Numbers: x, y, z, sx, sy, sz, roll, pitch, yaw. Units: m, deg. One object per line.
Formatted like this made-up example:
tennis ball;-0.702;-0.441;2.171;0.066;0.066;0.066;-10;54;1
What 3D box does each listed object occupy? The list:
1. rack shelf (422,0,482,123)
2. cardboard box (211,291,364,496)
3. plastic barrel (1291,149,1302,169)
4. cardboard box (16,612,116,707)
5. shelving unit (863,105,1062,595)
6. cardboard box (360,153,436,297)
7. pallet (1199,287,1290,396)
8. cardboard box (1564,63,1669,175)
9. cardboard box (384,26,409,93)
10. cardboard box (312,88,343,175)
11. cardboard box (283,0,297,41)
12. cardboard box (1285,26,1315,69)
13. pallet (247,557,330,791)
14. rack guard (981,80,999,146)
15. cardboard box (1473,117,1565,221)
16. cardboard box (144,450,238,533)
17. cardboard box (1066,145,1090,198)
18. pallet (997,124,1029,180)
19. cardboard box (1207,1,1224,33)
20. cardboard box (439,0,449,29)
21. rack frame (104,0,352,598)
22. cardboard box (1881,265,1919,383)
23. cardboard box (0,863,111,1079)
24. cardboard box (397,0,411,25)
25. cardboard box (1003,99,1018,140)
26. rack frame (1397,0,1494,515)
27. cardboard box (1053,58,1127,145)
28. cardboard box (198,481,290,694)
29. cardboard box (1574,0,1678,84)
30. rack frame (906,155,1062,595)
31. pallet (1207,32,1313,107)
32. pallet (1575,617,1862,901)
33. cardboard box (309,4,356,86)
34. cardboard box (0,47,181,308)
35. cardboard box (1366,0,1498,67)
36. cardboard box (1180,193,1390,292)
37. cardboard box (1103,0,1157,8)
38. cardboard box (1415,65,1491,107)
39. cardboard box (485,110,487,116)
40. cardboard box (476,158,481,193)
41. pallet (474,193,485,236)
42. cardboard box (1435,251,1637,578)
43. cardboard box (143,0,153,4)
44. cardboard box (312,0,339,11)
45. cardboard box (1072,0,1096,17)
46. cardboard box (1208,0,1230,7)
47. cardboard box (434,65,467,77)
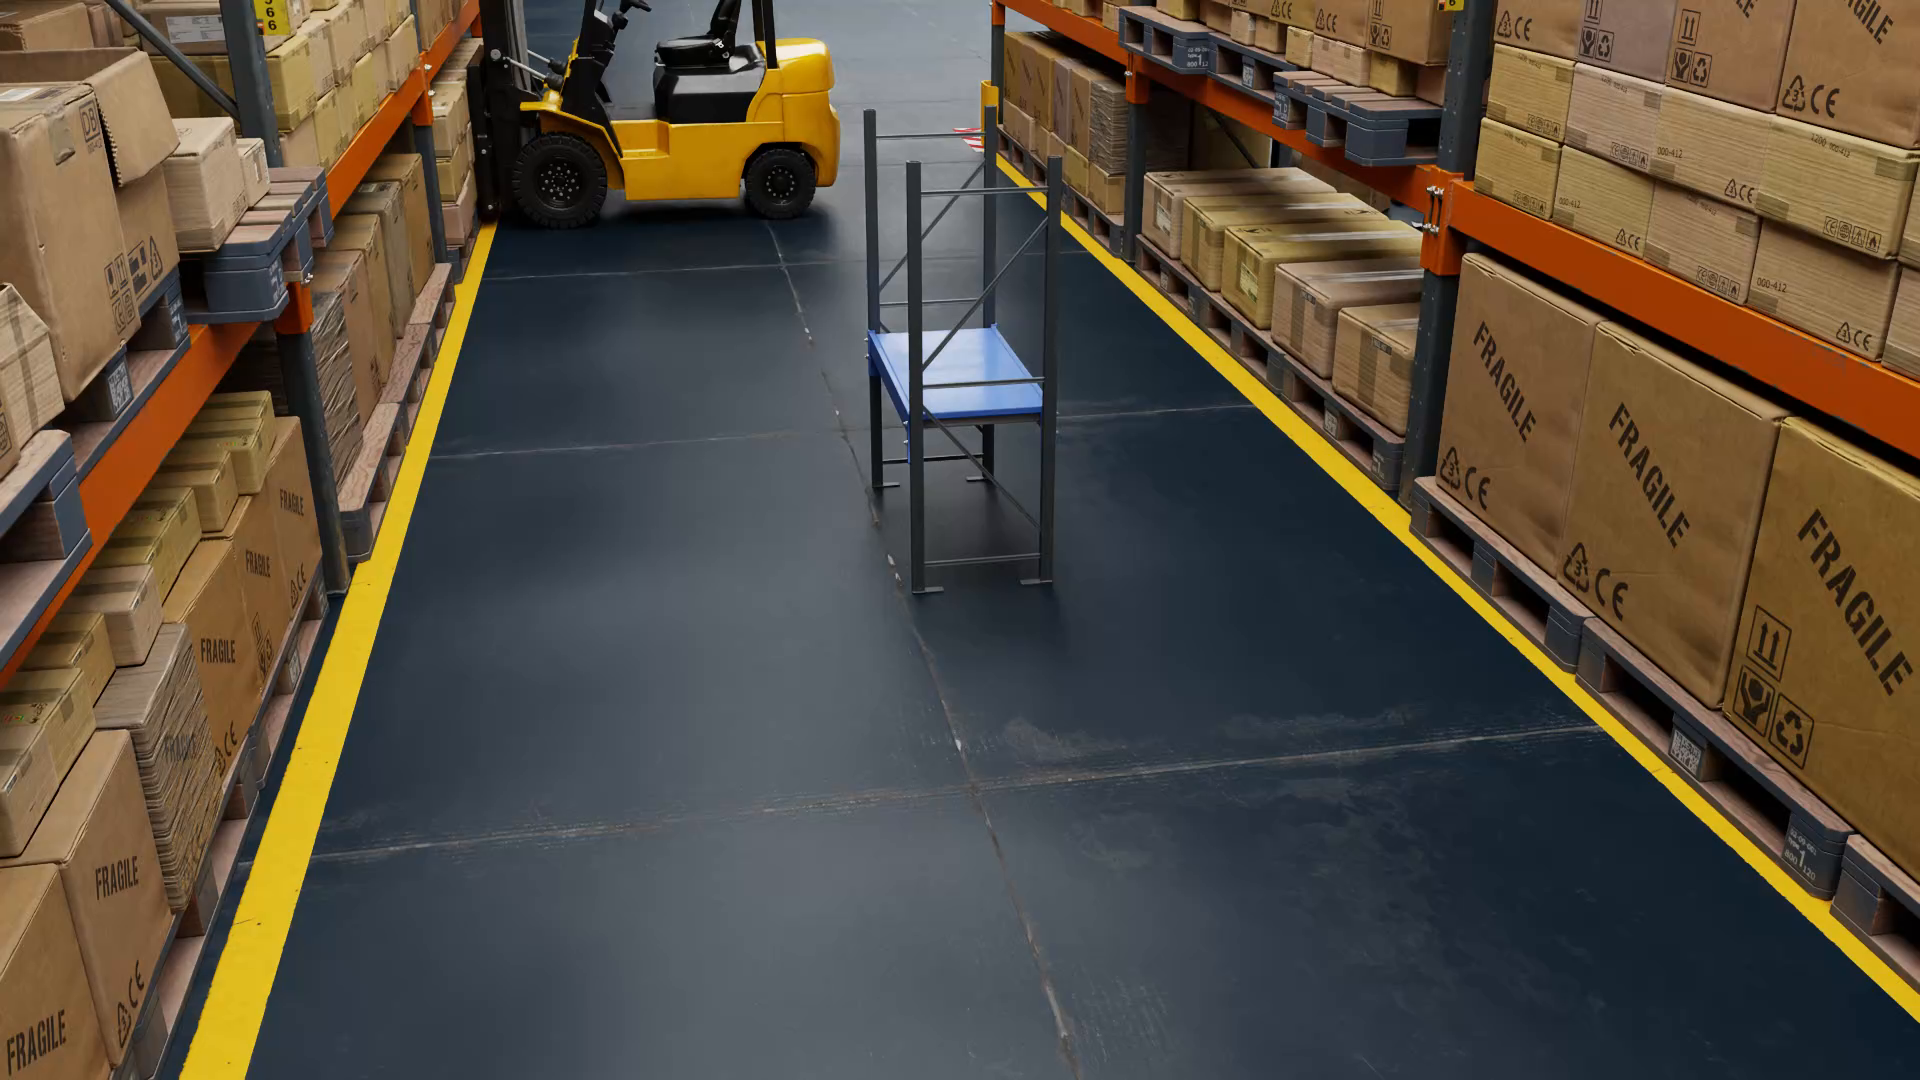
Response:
rack shelf;-3.753;-3.195;10.718;1.077;0.370;4.000;-4;24;-10
cardboard box;-2.745;-0.516;6.125;0.875;0.625;0.625;-4;24;-8
plastic barrel;2.625;-2.800;12.131;0.512;0.421;0.421;13;27;27
cardboard box;-2.090;0.290;3.626;0.380;0.149;0.250;-4;24;-10
shelving unit;-0.016;-0.721;6.027;0.538;1.500;1.048;-4;24;-10
cardboard box;-3.275;-1.638;8.696;0.875;0.625;0.625;-3;24;-7
pallet;1.869;-1.042;8.373;1.003;0.211;1.213;-4;24;-10
cardboard box;2.180;-1.273;4.981;0.500;0.250;0.500;-4;24;-8
cardboard box;-2.934;-2.294;7.941;0.500;0.250;0.500;-4;24;-10
cardboard box;-2.573;-1.487;6.095;0.500;0.250;0.500;-5;24;-11
cardboard box;-2.463;-1.760;5.597;0.380;0.149;0.250;-4;24;-9
cardboard box;1.628;-2.126;7.158;0.380;0.149;0.250;-4;24;-9
pallet;-2.542;0.409;5.049;1.003;0.211;1.213;-4;24;-10
rack guard;0.769;-3.505;13.651;1.175;0.500;0.348;-4;24;-10
cardboard box;2.077;-1.254;5.561;0.500;0.250;0.500;-5;24;-11
cardboard box;-2.217;-0.122;4.569;0.380;0.149;0.250;-5;24;-12
cardboard box;1.013;-2.461;11.048;0.500;0.250;0.500;-5;24;-11
pallet;0.884;-3.051;12.971;1.003;0.211;1.213;-4;24;-10
cardboard box;1.458;-2.635;8.324;0.380;0.149;0.250;-4;24;-9
cardboard box;-3.416;-3.381;10.118;0.500;0.500;0.500;-5;24;-10
rack frame;-2.643;-1.165;5.170;1.000;3.000;0.127;-4;24;-10
cardboard box;2.476;-0.450;3.720;0.500;0.250;0.500;-5;24;-11
cardboard box;-1.880;0.946;2.935;0.500;0.500;0.500;-5;24;-10
cardboard box;-3.041;-2.725;8.303;0.500;0.250;0.500;-5;24;-11
cardboard box;0.632;-3.275;12.912;0.500;0.250;0.500;-5;24;-10
rack frame;2.234;-1.534;6.014;1.000;3.000;0.127;-4;24;-10
cardboard box;0.930;-2.997;11.338;0.500;0.500;0.500;-3;24;-7
cardboard box;-2.271;0.136;4.789;0.500;0.500;0.500;-5;24;-11
cardboard box;2.186;-1.631;4.864;0.500;0.500;0.500;-4;24;-10
rack frame;0.078;-0.521;5.569;0.500;1.500;0.032;-4;24;-10
pallet;1.828;-2.222;7.829;1.003;0.211;1.213;-4;24;-10
pallet;2.528;0.538;4.753;1.003;0.211;1.213;-4;24;-10
cardboard box;-2.656;-1.922;6.467;0.500;0.250;0.500;-5;24;-11
cardboard box;-2.160;-0.777;3.627;0.797;0.503;0.637;-5;24;-11
cardboard box;1.877;-2.067;6.213;0.500;0.500;0.500;-5;24;-11
cardboard box;1.730;-1.607;8.940;0.950;0.372;0.625;-3;24;-6
cardboard box;1.168;-3.446;9.895;0.500;0.500;0.500;-5;24;-11
cardboard box;1.942;-1.723;6.236;0.380;0.149;0.250;-3;24;-8
cardboard box;-3.527;-2.905;11.441;0.500;0.250;0.500;-5;24;-11
cardboard box;-3.441;-2.486;11.106;0.500;0.250;0.500;-4;24;-8
pallet;-3.718;-2.257;11.155;1.003;0.211;1.213;-4;24;-10
cardboard box;2.280;-0.475;5.720;0.875;0.875;0.875;-5;24;-10
cardboard box;-3.134;-2.022;6.197;0.380;0.149;0.250;-4;24;-10
cardboard box;-2.662;-2.162;6.518;0.380;0.149;0.250;-4;24;-9
cardboard box;0.945;-3.495;10.820;0.380;0.149;0.250;-5;24;-11
cardboard box;1.471;-2.884;8.084;0.500;0.500;0.500;-4;24;-10
cardboard box;-3.441;-2.946;10.910;0.500;0.250;0.500;-5;24;-11
